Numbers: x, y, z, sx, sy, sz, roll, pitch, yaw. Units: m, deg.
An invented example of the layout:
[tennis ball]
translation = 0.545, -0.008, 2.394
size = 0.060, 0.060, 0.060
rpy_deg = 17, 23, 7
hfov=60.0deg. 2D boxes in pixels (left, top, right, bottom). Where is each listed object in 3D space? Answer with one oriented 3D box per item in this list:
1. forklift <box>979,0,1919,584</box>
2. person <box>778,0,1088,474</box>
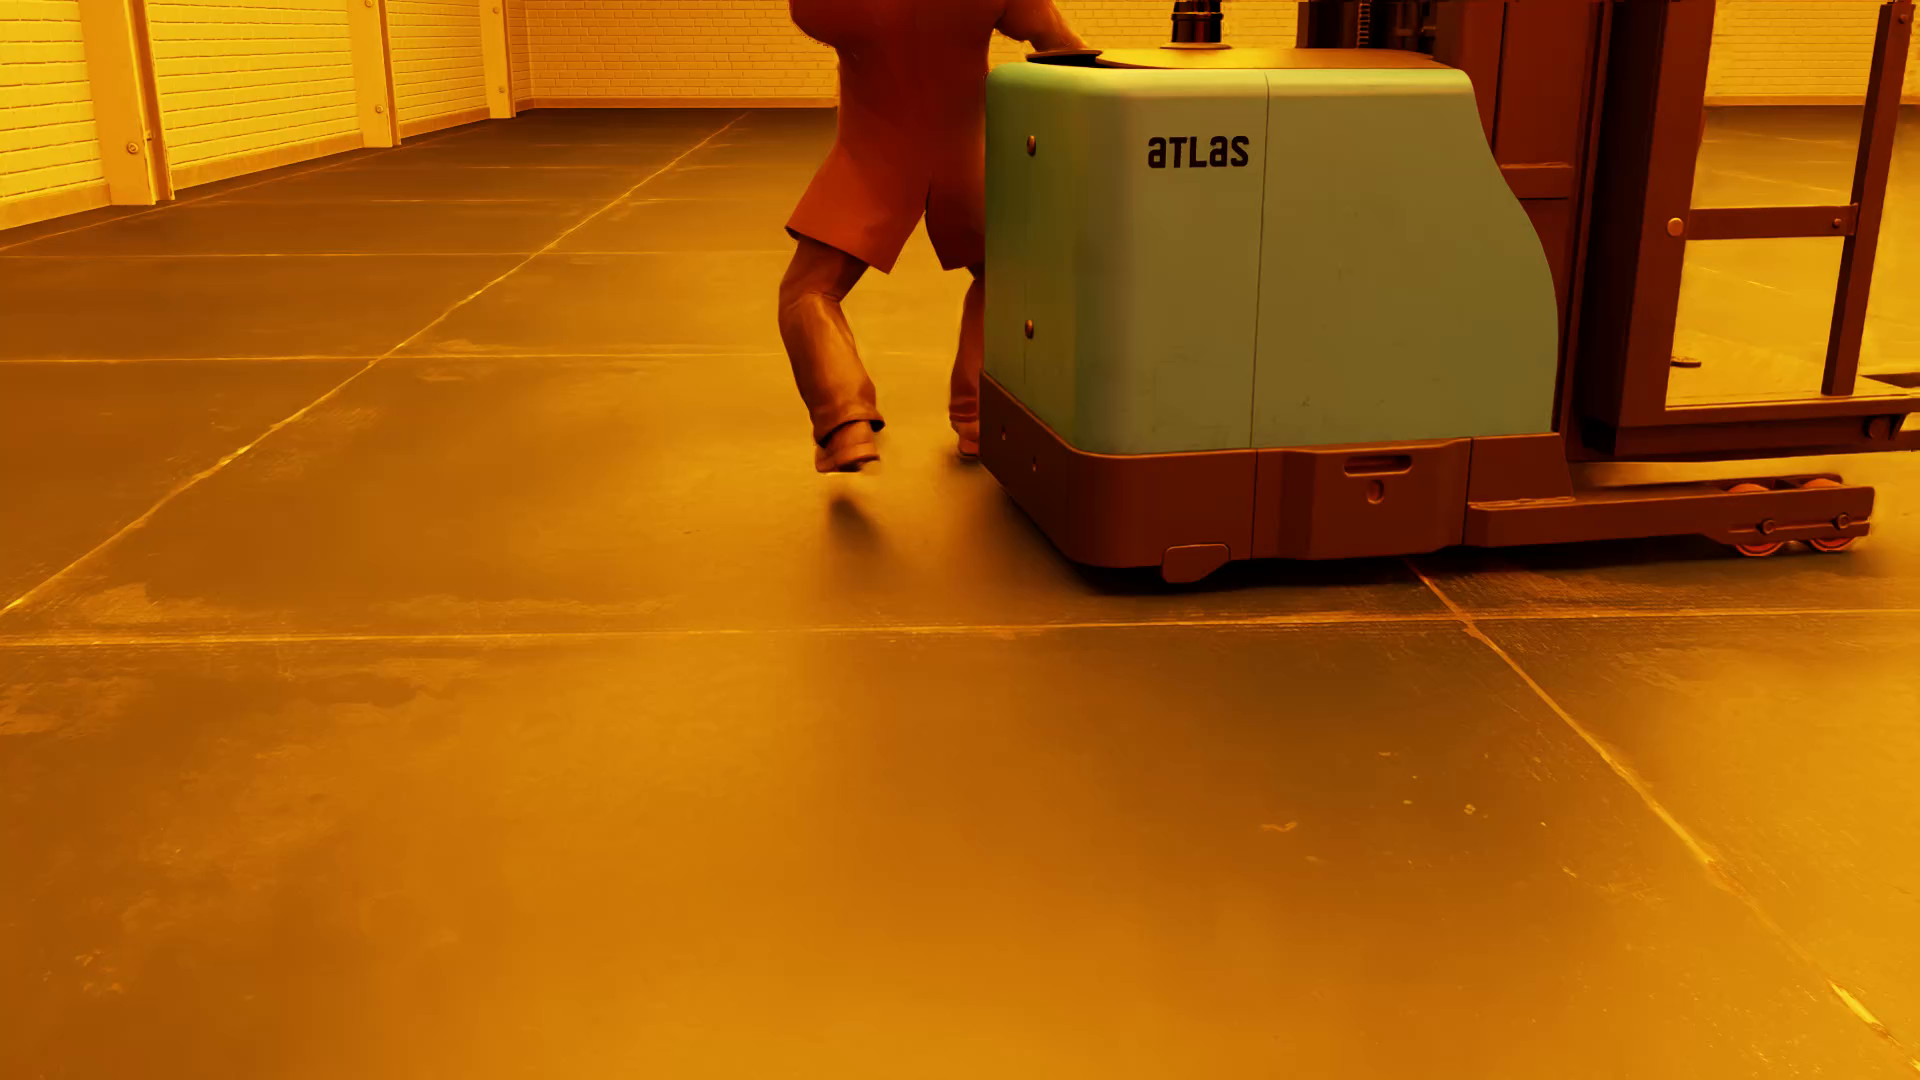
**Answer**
[forklift]
translation = 1.620, -1.510, 3.844
size = 3.031, 2.935, 1.130
rpy_deg = -4, 17, -11
[person]
translation = -0.014, -0.983, 4.416
size = 0.978, 1.539, 0.880
rpy_deg = -6, 18, -20
